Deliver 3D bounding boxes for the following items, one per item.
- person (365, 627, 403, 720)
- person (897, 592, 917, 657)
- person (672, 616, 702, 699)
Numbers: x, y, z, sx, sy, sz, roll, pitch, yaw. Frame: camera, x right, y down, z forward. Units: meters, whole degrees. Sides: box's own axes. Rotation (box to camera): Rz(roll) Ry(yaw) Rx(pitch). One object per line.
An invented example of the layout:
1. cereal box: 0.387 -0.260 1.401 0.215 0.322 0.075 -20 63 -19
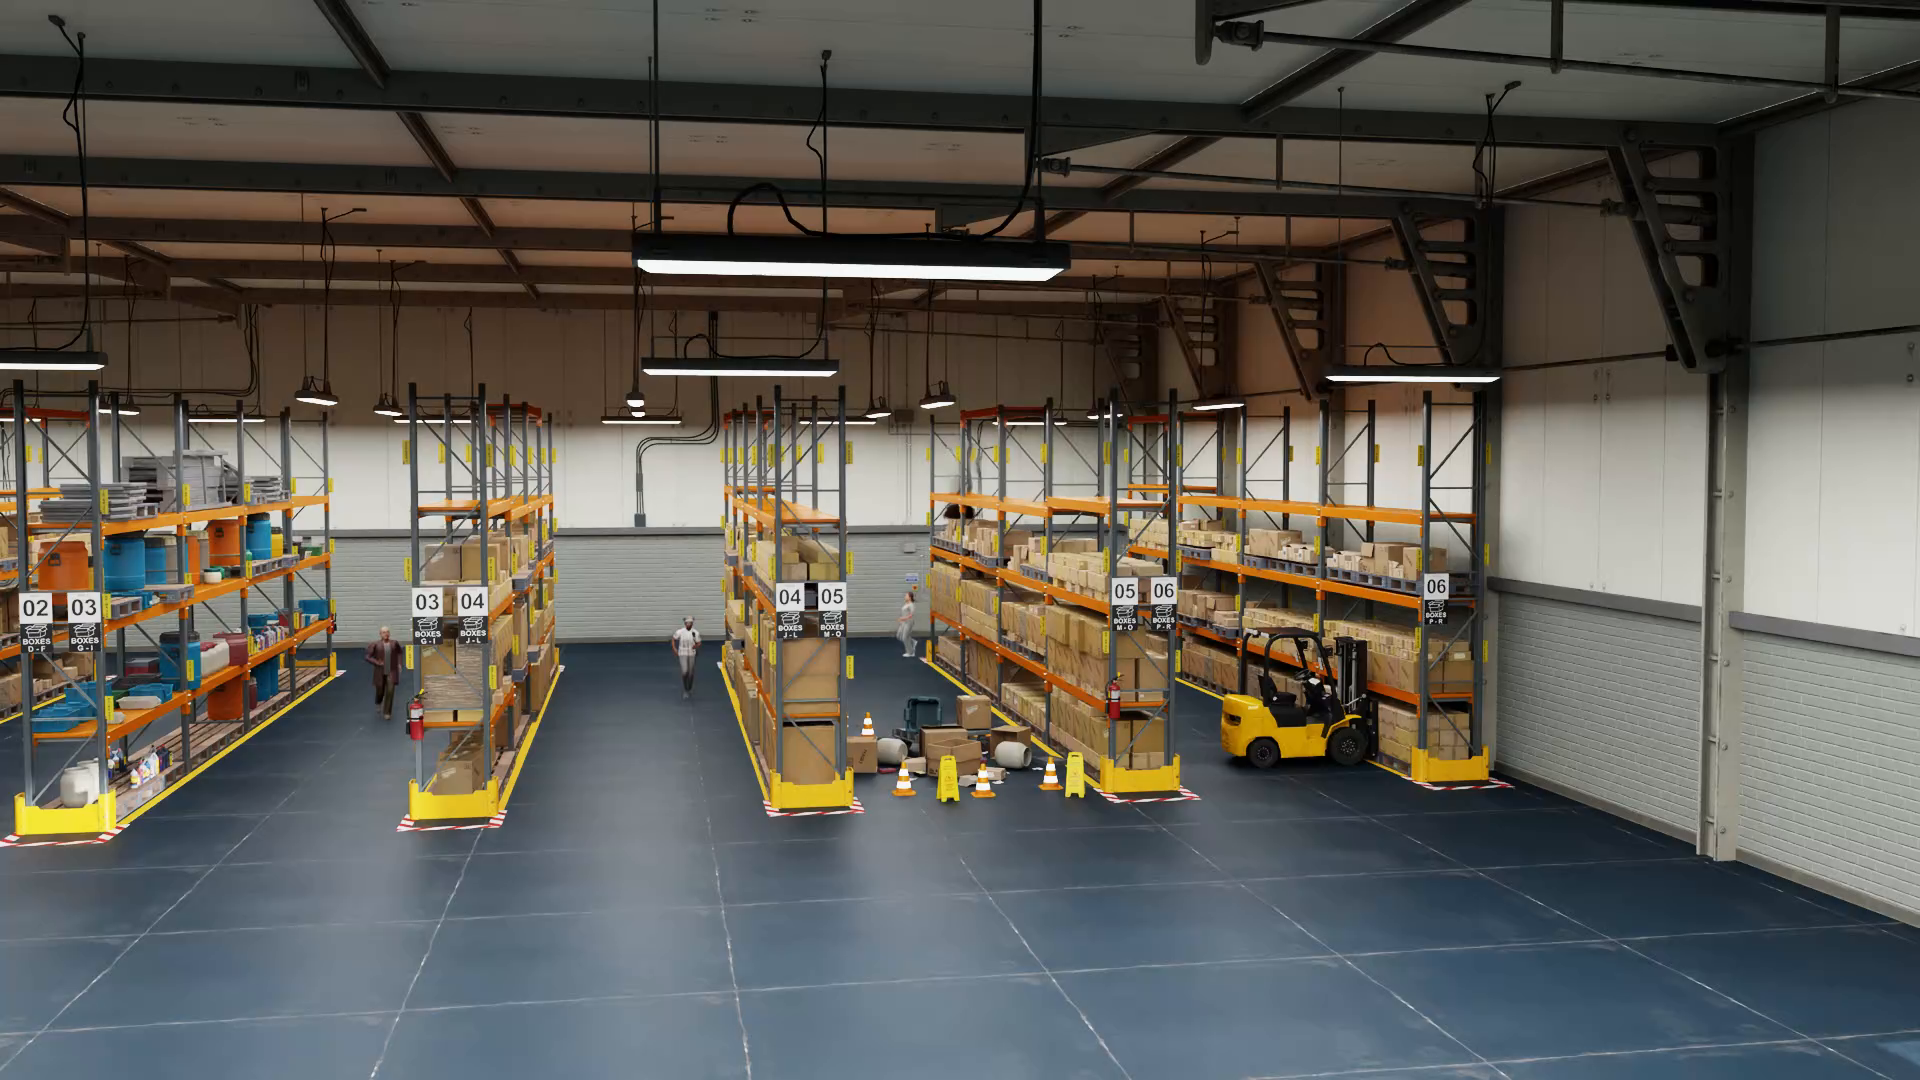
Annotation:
1. person: -10.936 2.521 31.629 0.712 1.745 0.835 -2 3 -28
2. person: -1.305 2.094 41.362 0.561 1.622 0.560 -1 3 -20
3. person: -5.658 2.434 34.509 0.581 1.727 0.726 -1 3 -18
